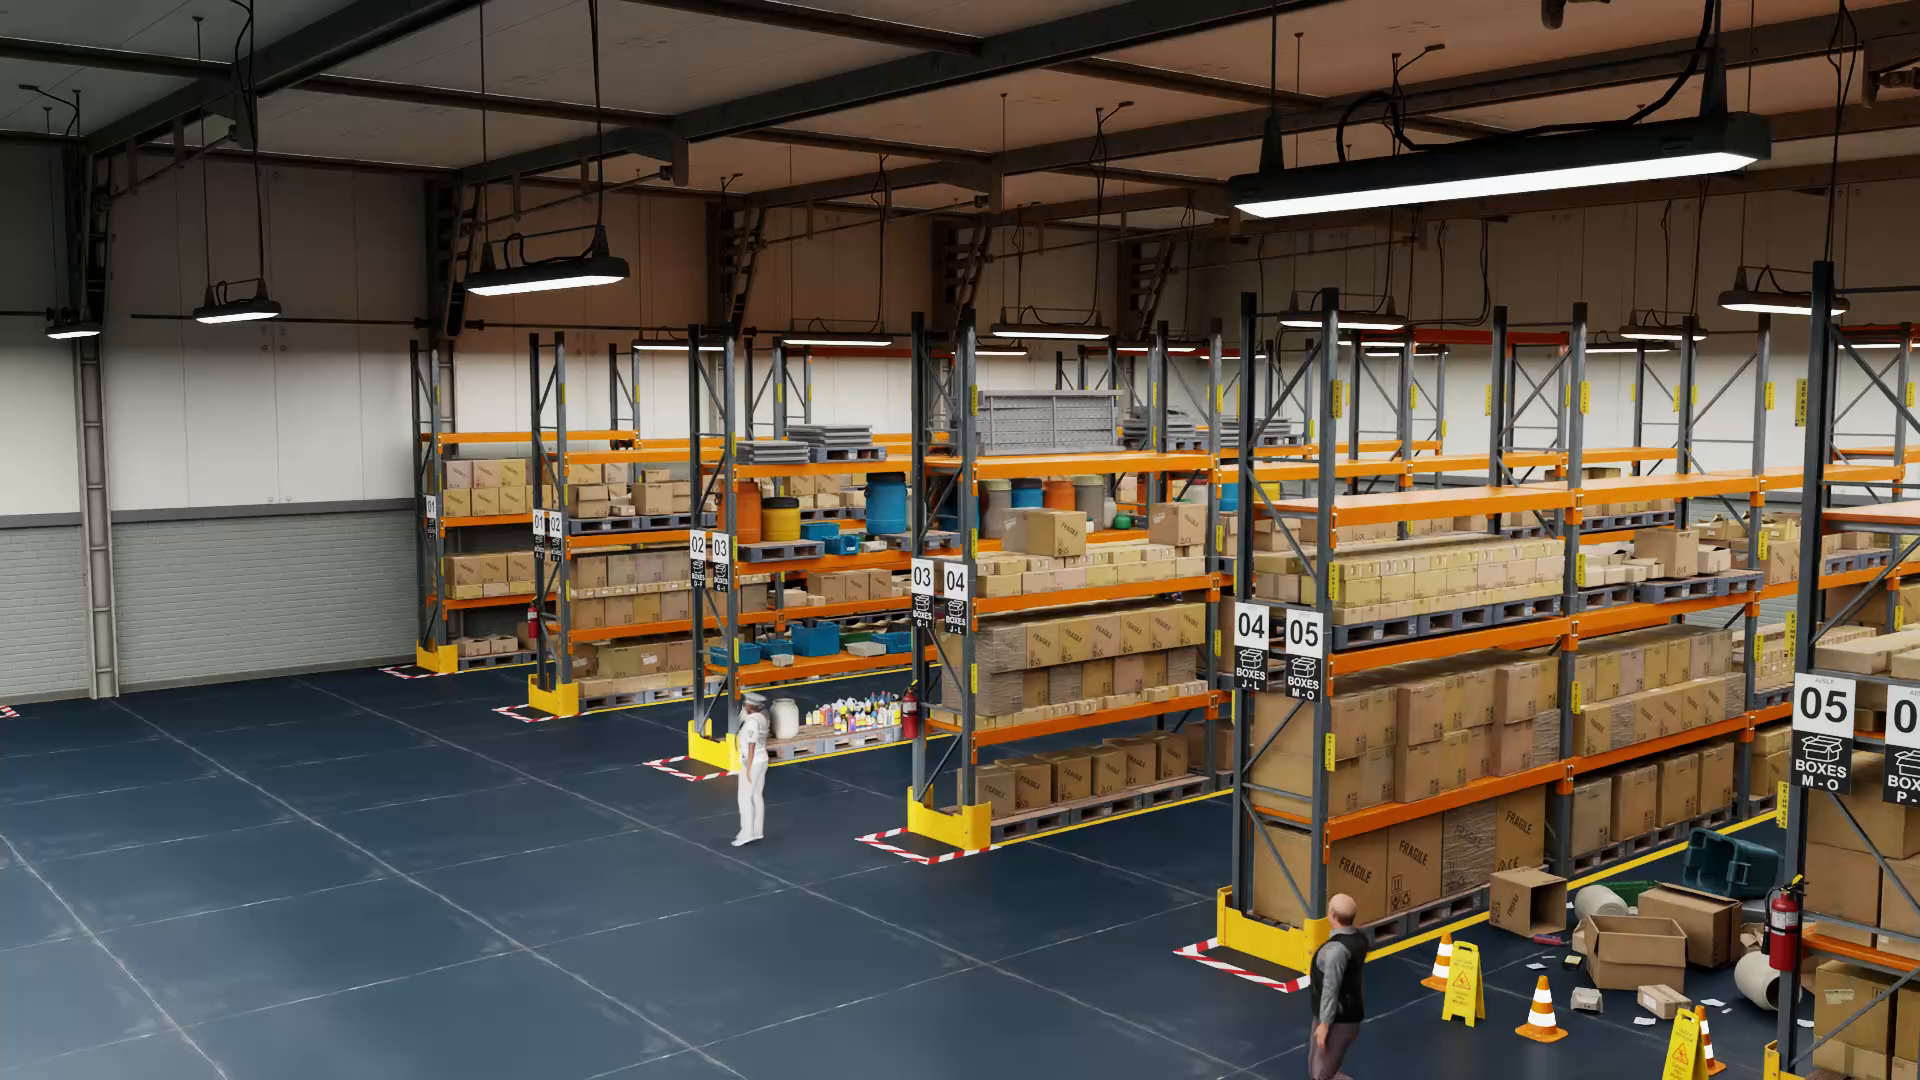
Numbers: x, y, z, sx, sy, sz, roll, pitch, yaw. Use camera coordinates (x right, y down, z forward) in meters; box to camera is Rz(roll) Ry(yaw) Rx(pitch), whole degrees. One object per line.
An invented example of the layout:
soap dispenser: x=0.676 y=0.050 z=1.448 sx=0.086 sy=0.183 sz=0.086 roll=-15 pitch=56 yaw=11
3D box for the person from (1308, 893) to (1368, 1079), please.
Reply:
person: x=2.594 y=3.250 z=11.302 sx=0.624 sy=1.714 sz=0.502 roll=0 pitch=5 yaw=3

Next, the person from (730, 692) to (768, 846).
person: x=-2.383 y=2.597 z=18.912 sx=0.366 sy=1.726 sz=0.533 roll=1 pitch=5 yaw=11
